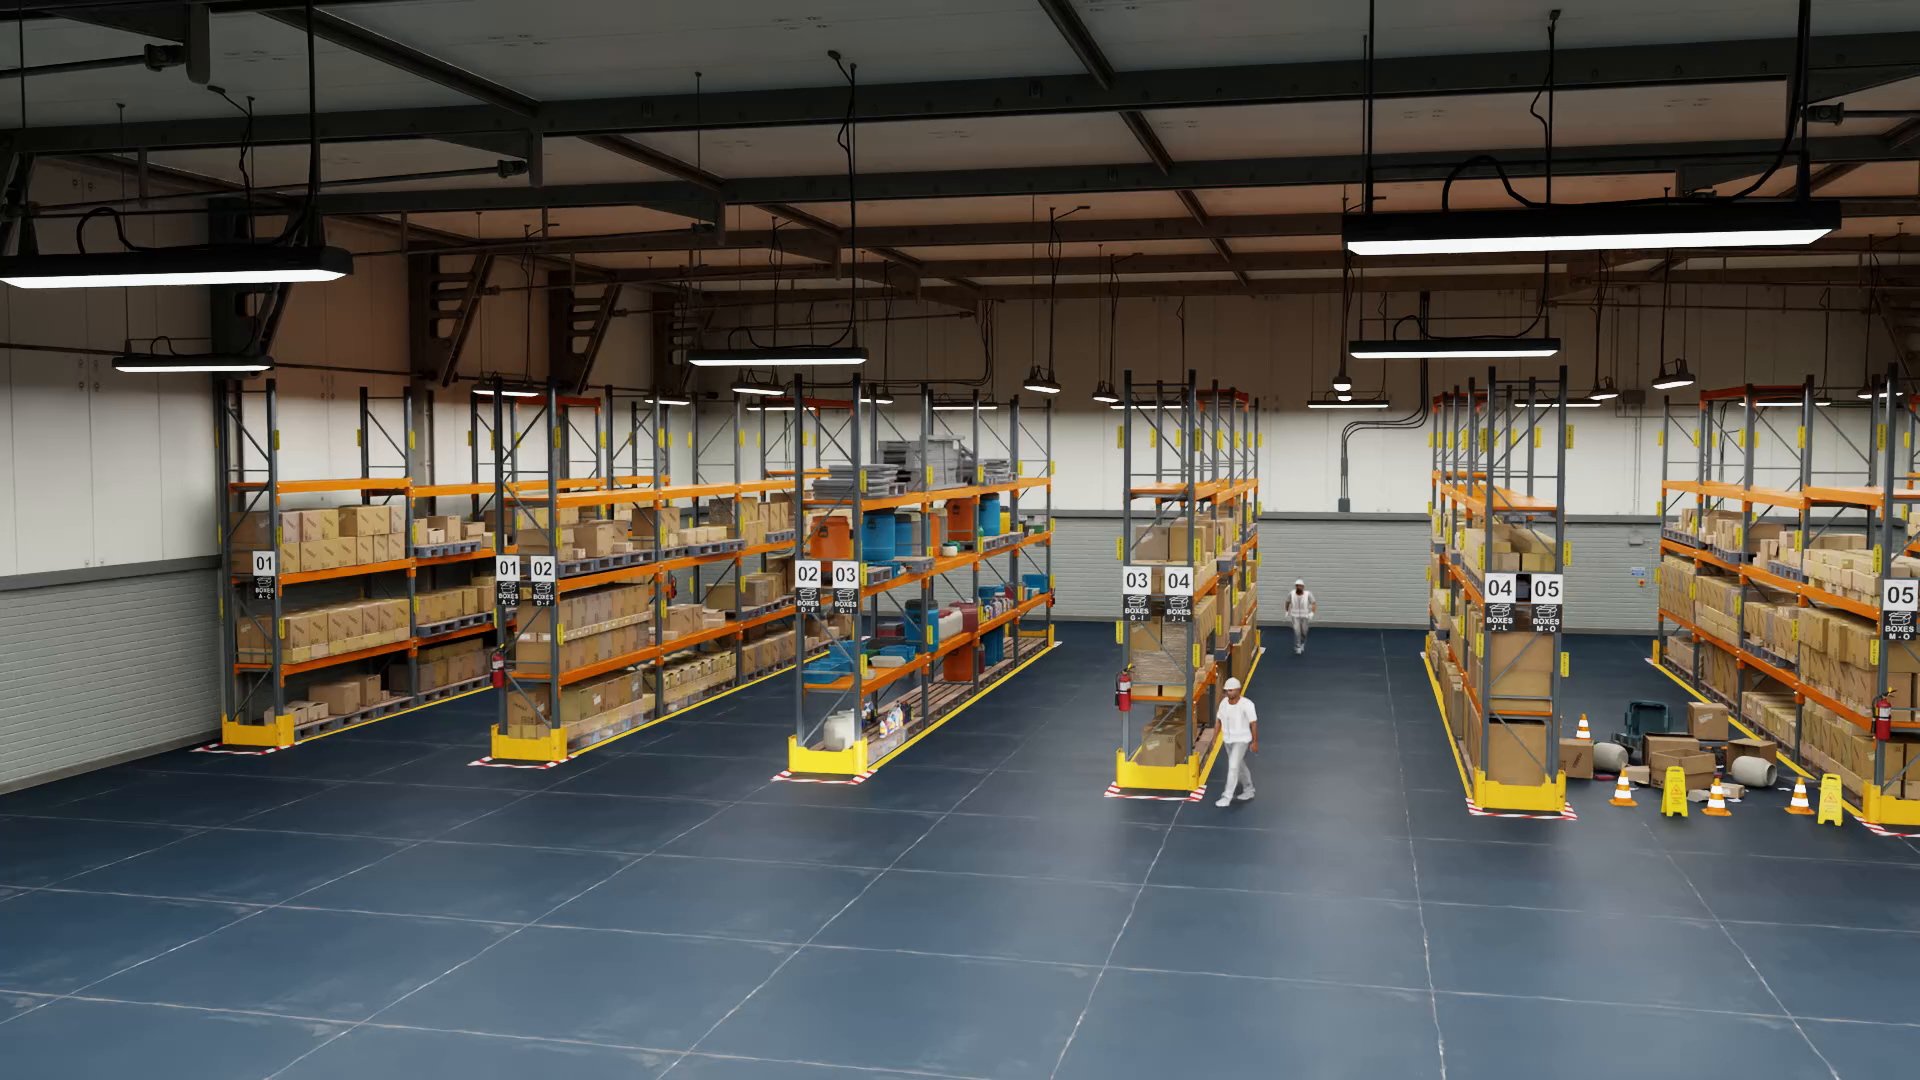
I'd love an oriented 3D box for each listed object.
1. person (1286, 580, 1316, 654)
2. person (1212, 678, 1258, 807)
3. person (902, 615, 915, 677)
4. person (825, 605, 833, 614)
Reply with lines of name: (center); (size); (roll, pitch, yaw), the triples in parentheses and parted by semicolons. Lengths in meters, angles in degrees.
person: (7.993, 1.792, 39.043); (0.701, 1.743, 0.674); (0, 3, 5)
person: (3.722, 2.746, 22.774); (0.996, 1.714, 0.596); (-3, 4, -36)
person: (-1.017, 2.069, 34.992); (0.493, 1.656, 0.434); (1, 4, 14)
person: (-3.356, 1.404, 46.087); (0.945, 1.643, 0.468); (2, 4, 31)
